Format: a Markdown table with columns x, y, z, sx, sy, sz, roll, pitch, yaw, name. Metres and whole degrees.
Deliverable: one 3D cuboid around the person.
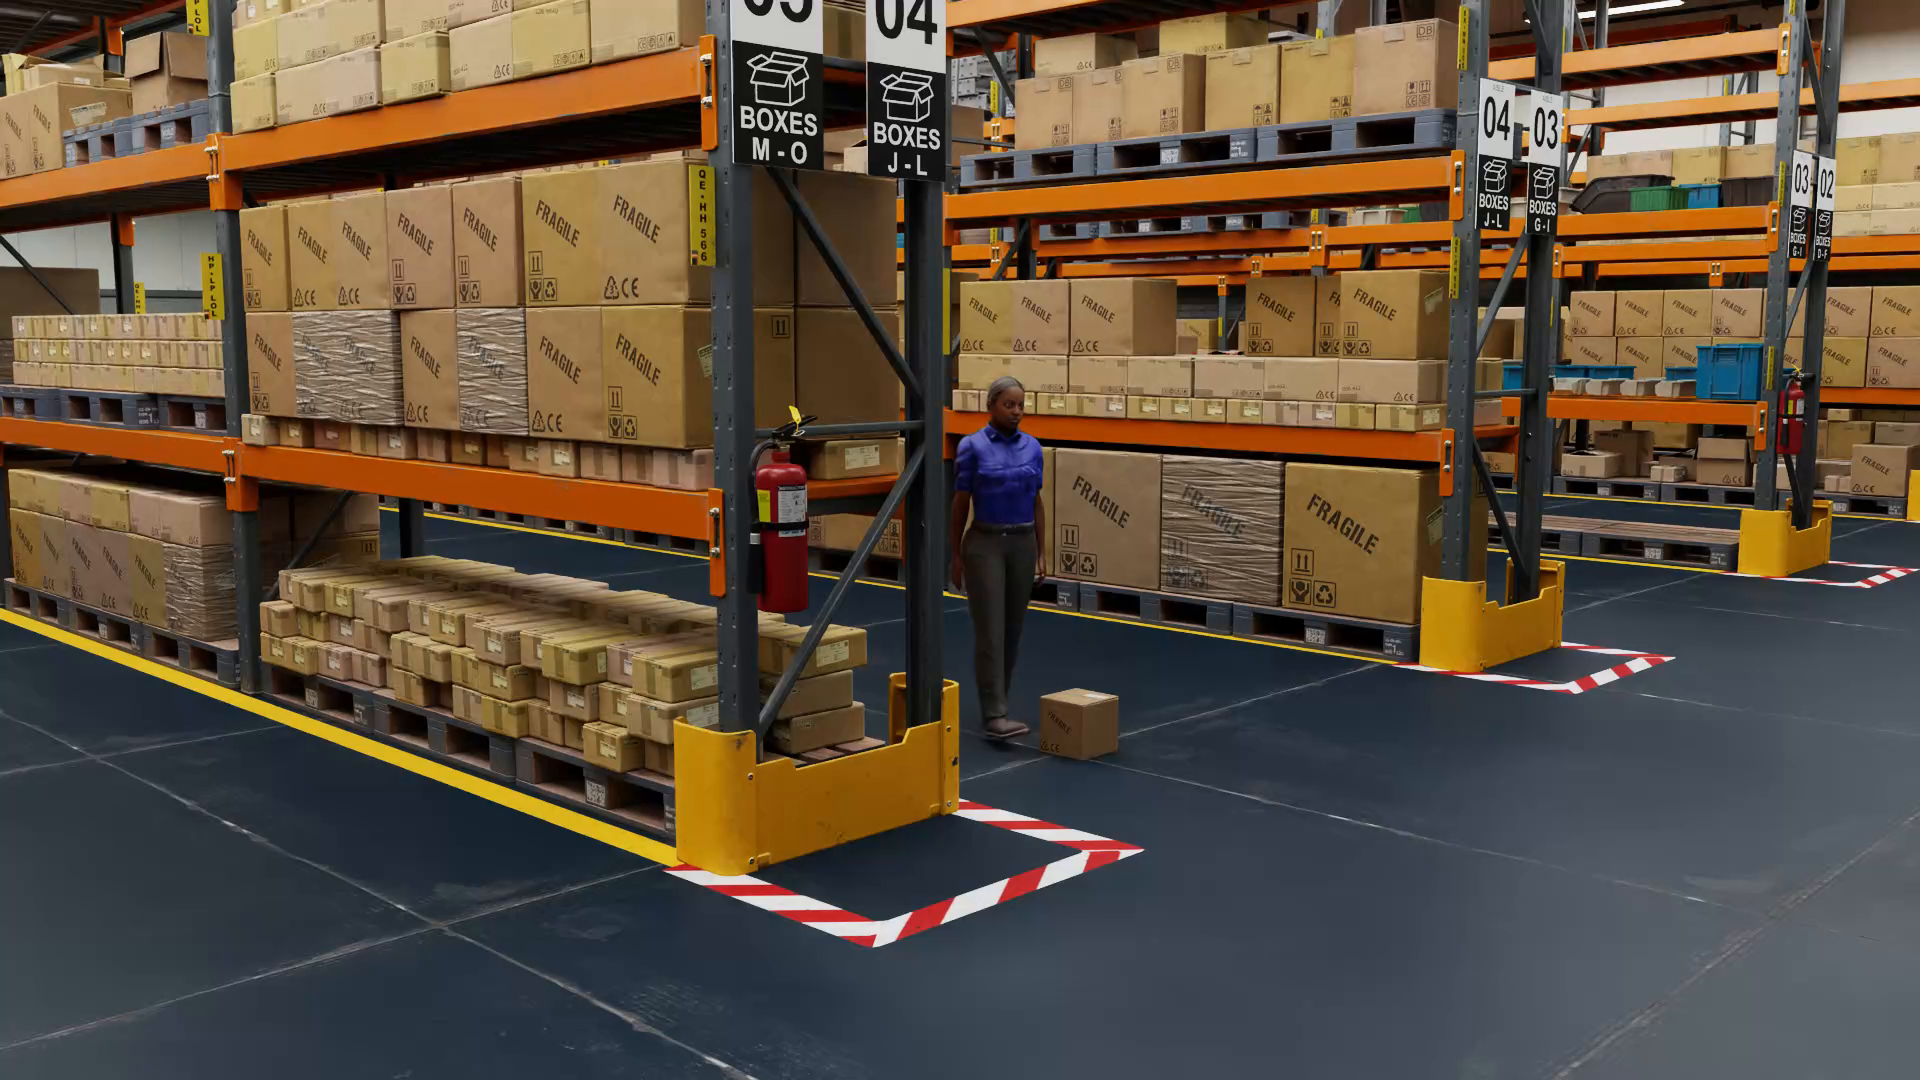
| x | y | z | sx | sy | sz | roll | pitch | yaw | name |
| --- | --- | --- | --- | --- | --- | --- | --- | --- | --- |
| 0.200 | 0.082 | 7.604 | 0.453 | 1.659 | 0.624 | -4 | 8 | -28 | person |
